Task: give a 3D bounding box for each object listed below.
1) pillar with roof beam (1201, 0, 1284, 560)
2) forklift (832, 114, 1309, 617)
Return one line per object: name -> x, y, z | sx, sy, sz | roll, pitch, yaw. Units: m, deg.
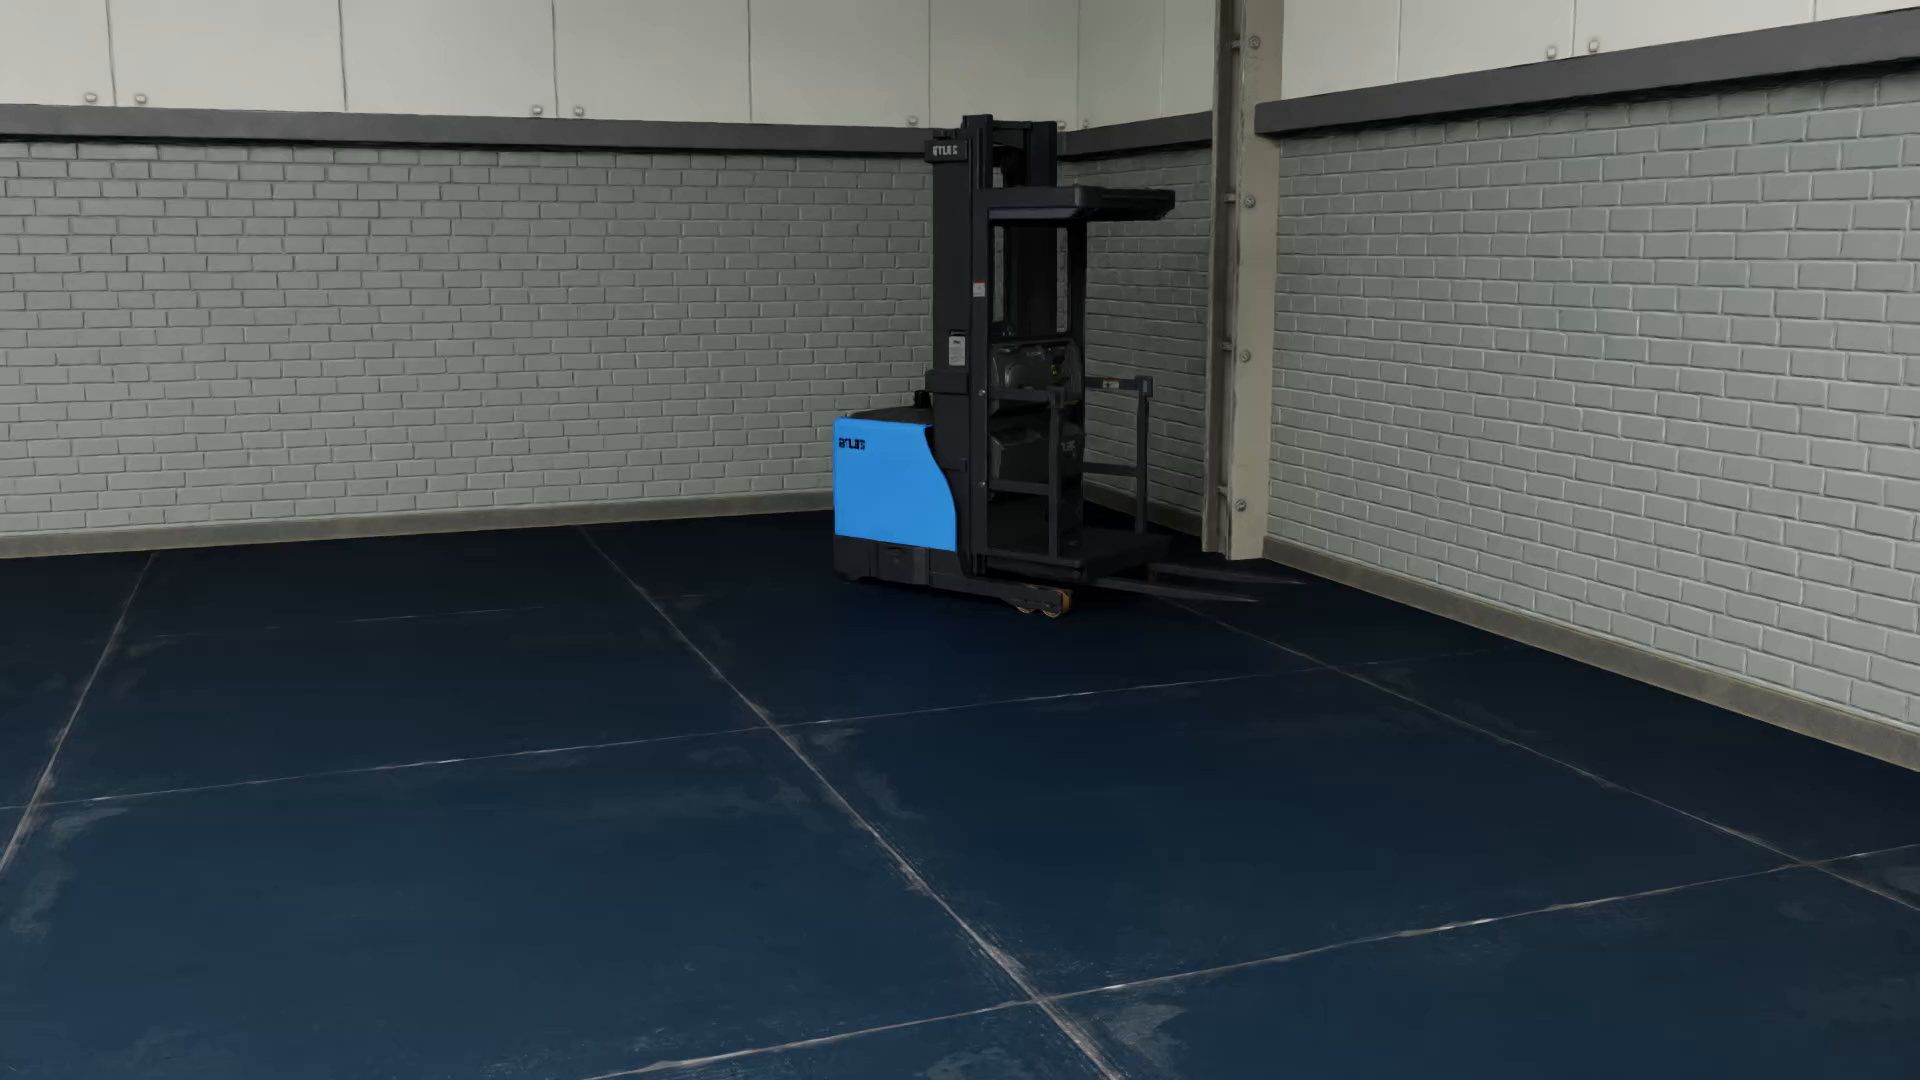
pillar with roof beam -> -2.061, -4.057, 9.532 | 9.100, 9.000, 0.400 | -4, 11, -21
forklift -> 0.642, -1.090, 10.178 | 3.031, 2.935, 1.130 | 8, 13, 36
